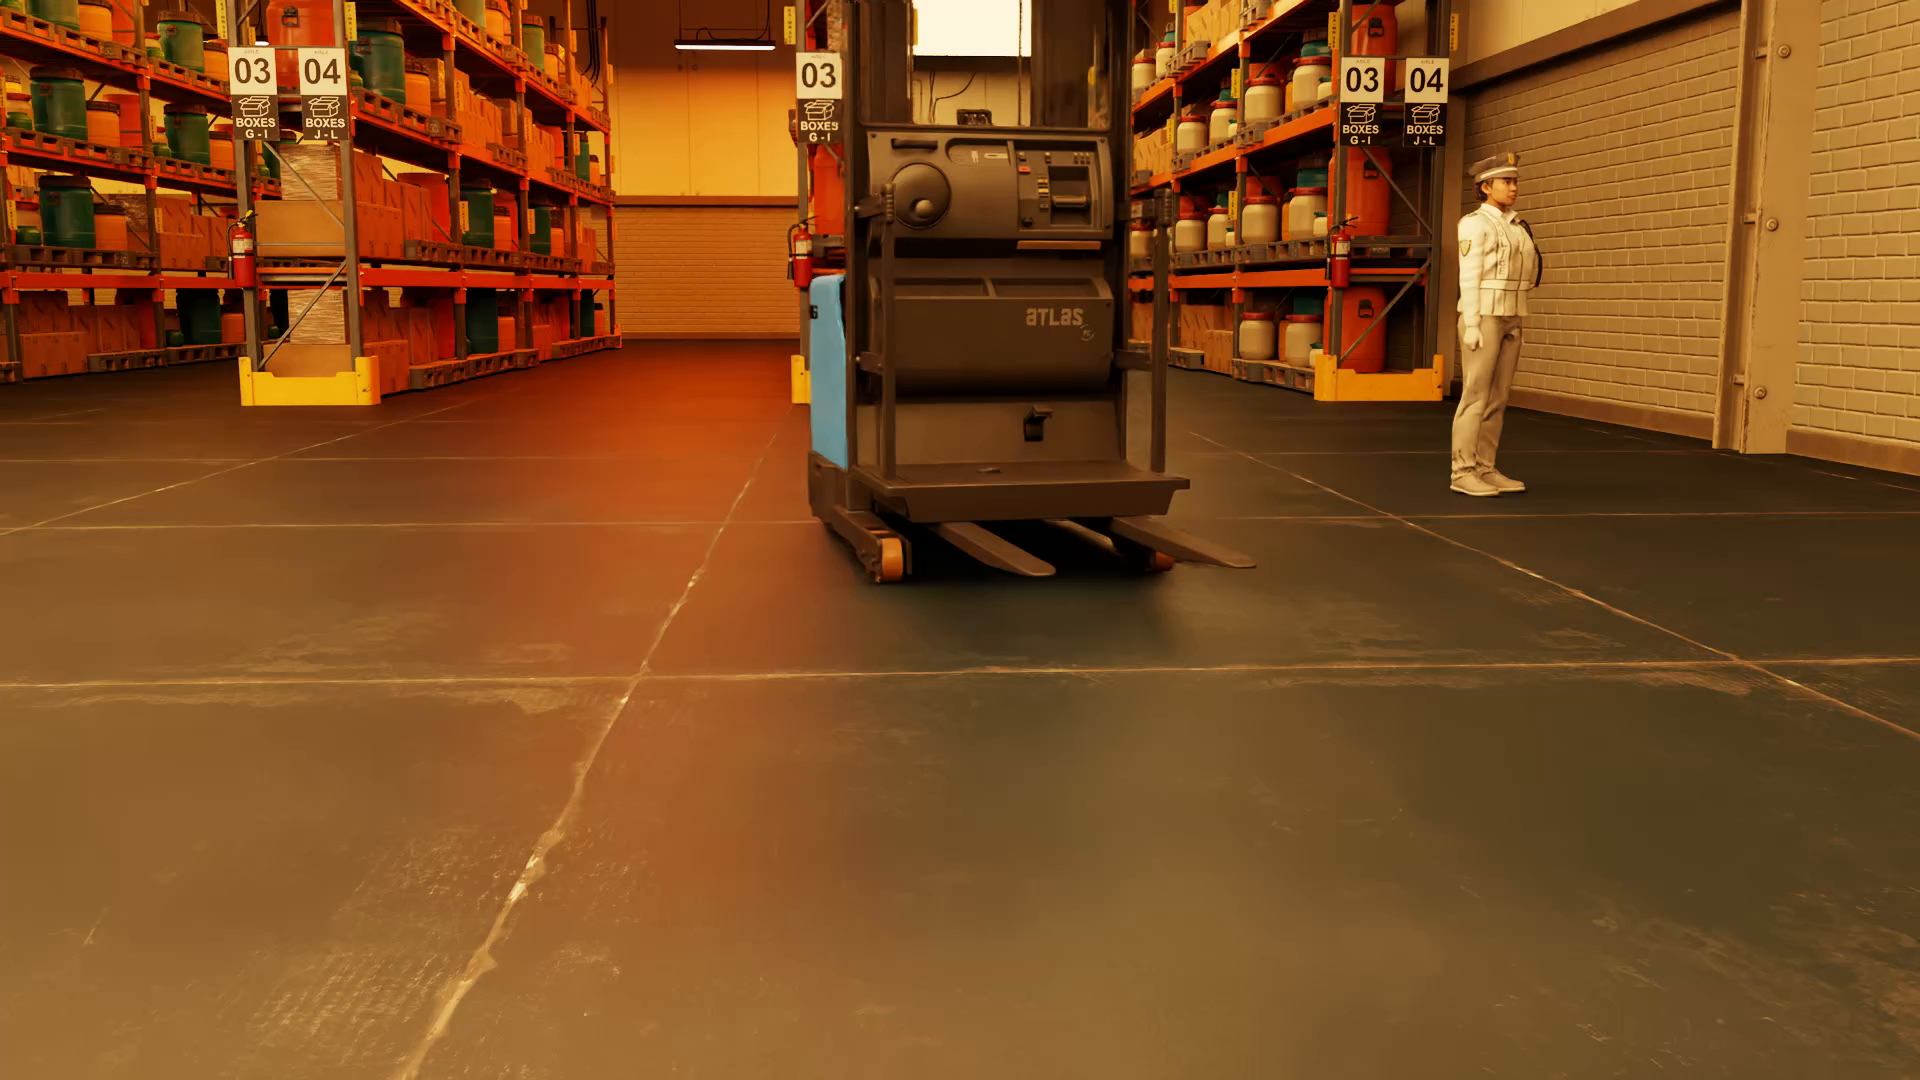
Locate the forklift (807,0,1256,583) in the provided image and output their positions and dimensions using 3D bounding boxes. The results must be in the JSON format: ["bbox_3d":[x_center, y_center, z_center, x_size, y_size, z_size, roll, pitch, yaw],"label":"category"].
[{"bbox_3d":[0.169,-1.359,5.982,1.130,2.935,3.031,-2,9,-14],"label":"forklift"}]

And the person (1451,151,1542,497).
[{"bbox_3d":[2.679,-1.079,8.340,0.464,1.692,0.337,-7,11,-41],"label":"person"}]
